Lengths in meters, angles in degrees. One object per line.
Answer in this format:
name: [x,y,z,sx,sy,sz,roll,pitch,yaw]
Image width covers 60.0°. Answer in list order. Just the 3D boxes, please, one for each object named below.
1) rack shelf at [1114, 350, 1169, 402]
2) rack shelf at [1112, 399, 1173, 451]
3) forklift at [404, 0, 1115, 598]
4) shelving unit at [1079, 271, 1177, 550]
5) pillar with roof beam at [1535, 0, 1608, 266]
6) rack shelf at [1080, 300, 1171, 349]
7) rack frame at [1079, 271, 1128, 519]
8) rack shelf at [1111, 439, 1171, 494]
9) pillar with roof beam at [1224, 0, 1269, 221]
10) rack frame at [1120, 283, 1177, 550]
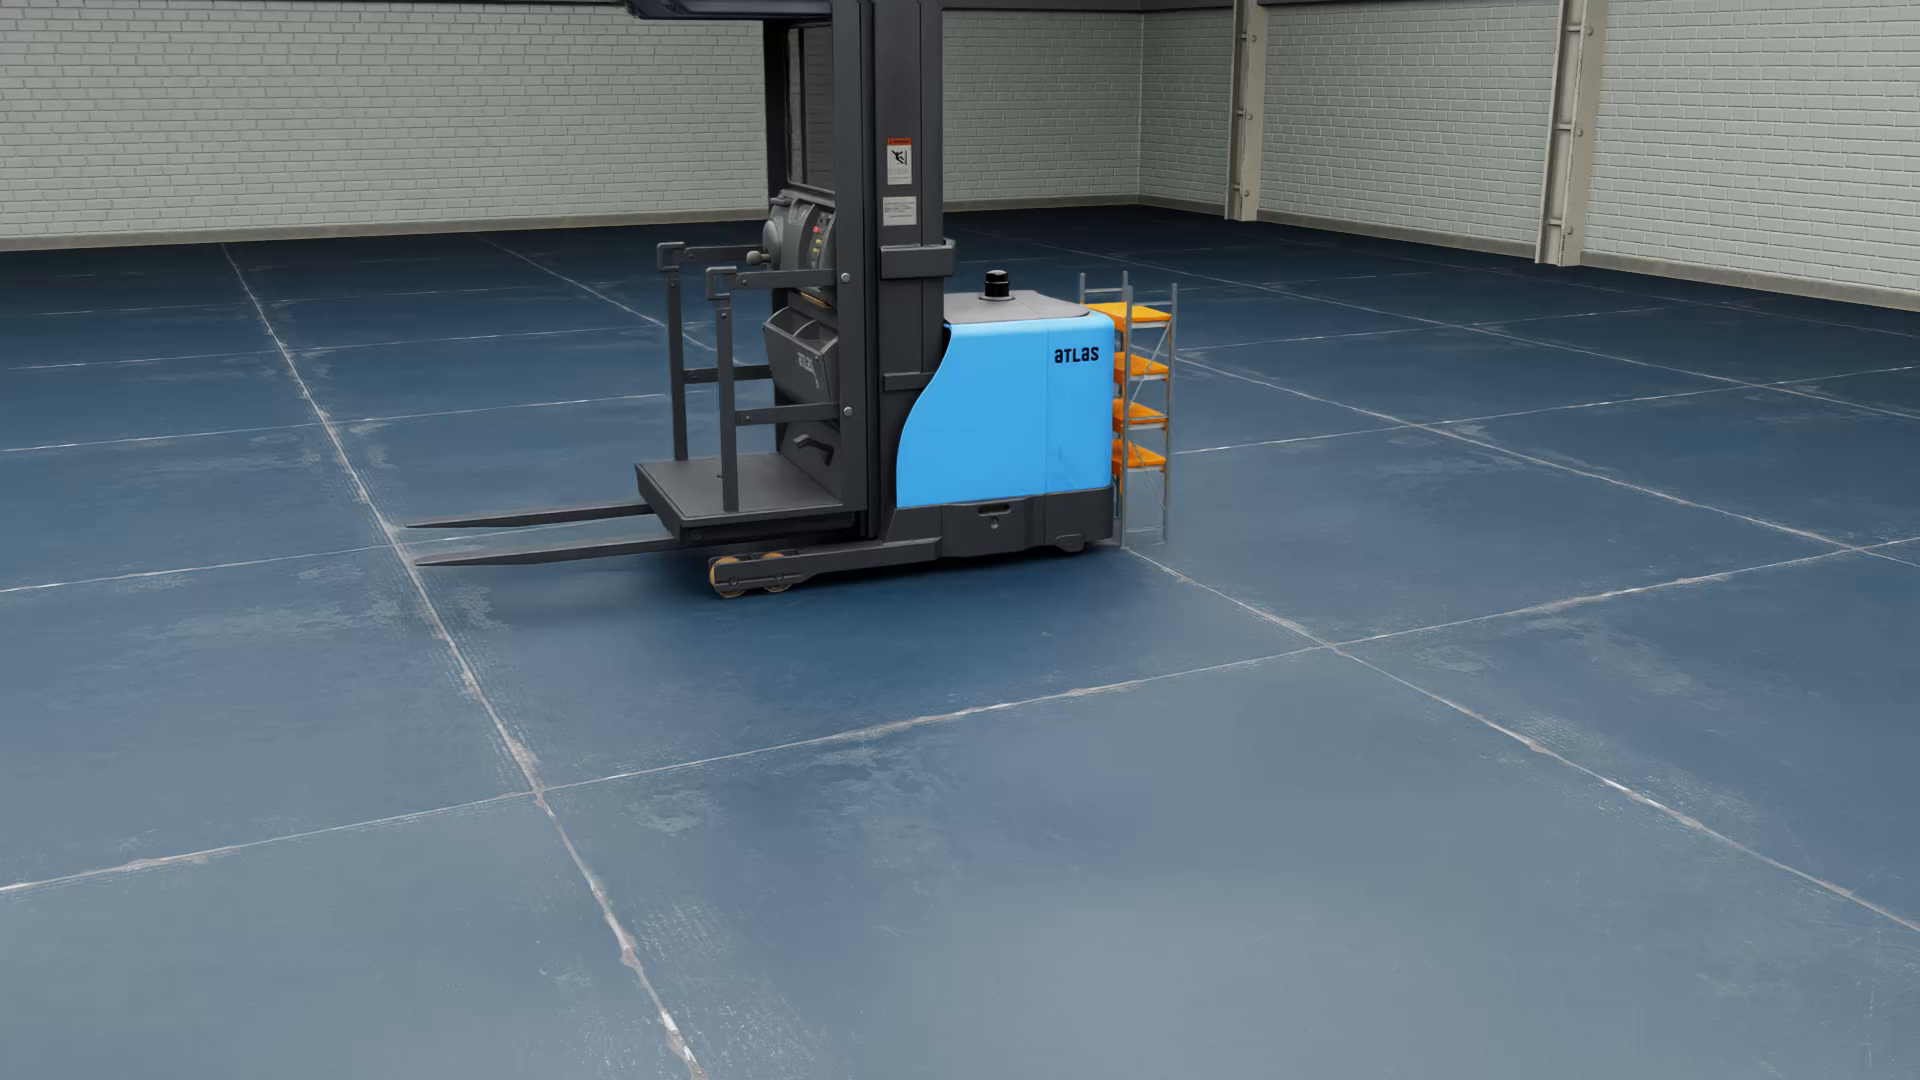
rack shelf: [0.758,-0.760,7.655,0.258,0.148,0.480,-6,17,-20]
rack shelf: [0.758,-0.545,7.717,0.258,0.148,0.480,-6,17,-20]
forklift: [-0.874,-1.334,7.085,3.031,2.935,1.130,-6,17,-20]
shelving unit: [0.758,-0.609,7.698,0.258,1.200,0.503,-6,17,-20]
pillar with roof beam: [2.748,-6.863,15.351,9.100,9.000,0.400,-8,18,-25]
rack shelf: [0.758,-0.987,7.590,0.258,0.148,0.480,-6,17,-20]
rack frame: [0.671,-0.672,7.917,0.240,1.200,0.015,-6,17,-20]
rack shelf: [0.758,-0.354,7.771,0.258,0.148,0.480,-6,17,-20]
pillar with roof beam: [0.120,-8.351,20.536,9.100,9.000,0.400,-8,18,-25]
rack frame: [0.846,-0.546,7.479,0.240,1.200,0.015,-6,17,-20]
